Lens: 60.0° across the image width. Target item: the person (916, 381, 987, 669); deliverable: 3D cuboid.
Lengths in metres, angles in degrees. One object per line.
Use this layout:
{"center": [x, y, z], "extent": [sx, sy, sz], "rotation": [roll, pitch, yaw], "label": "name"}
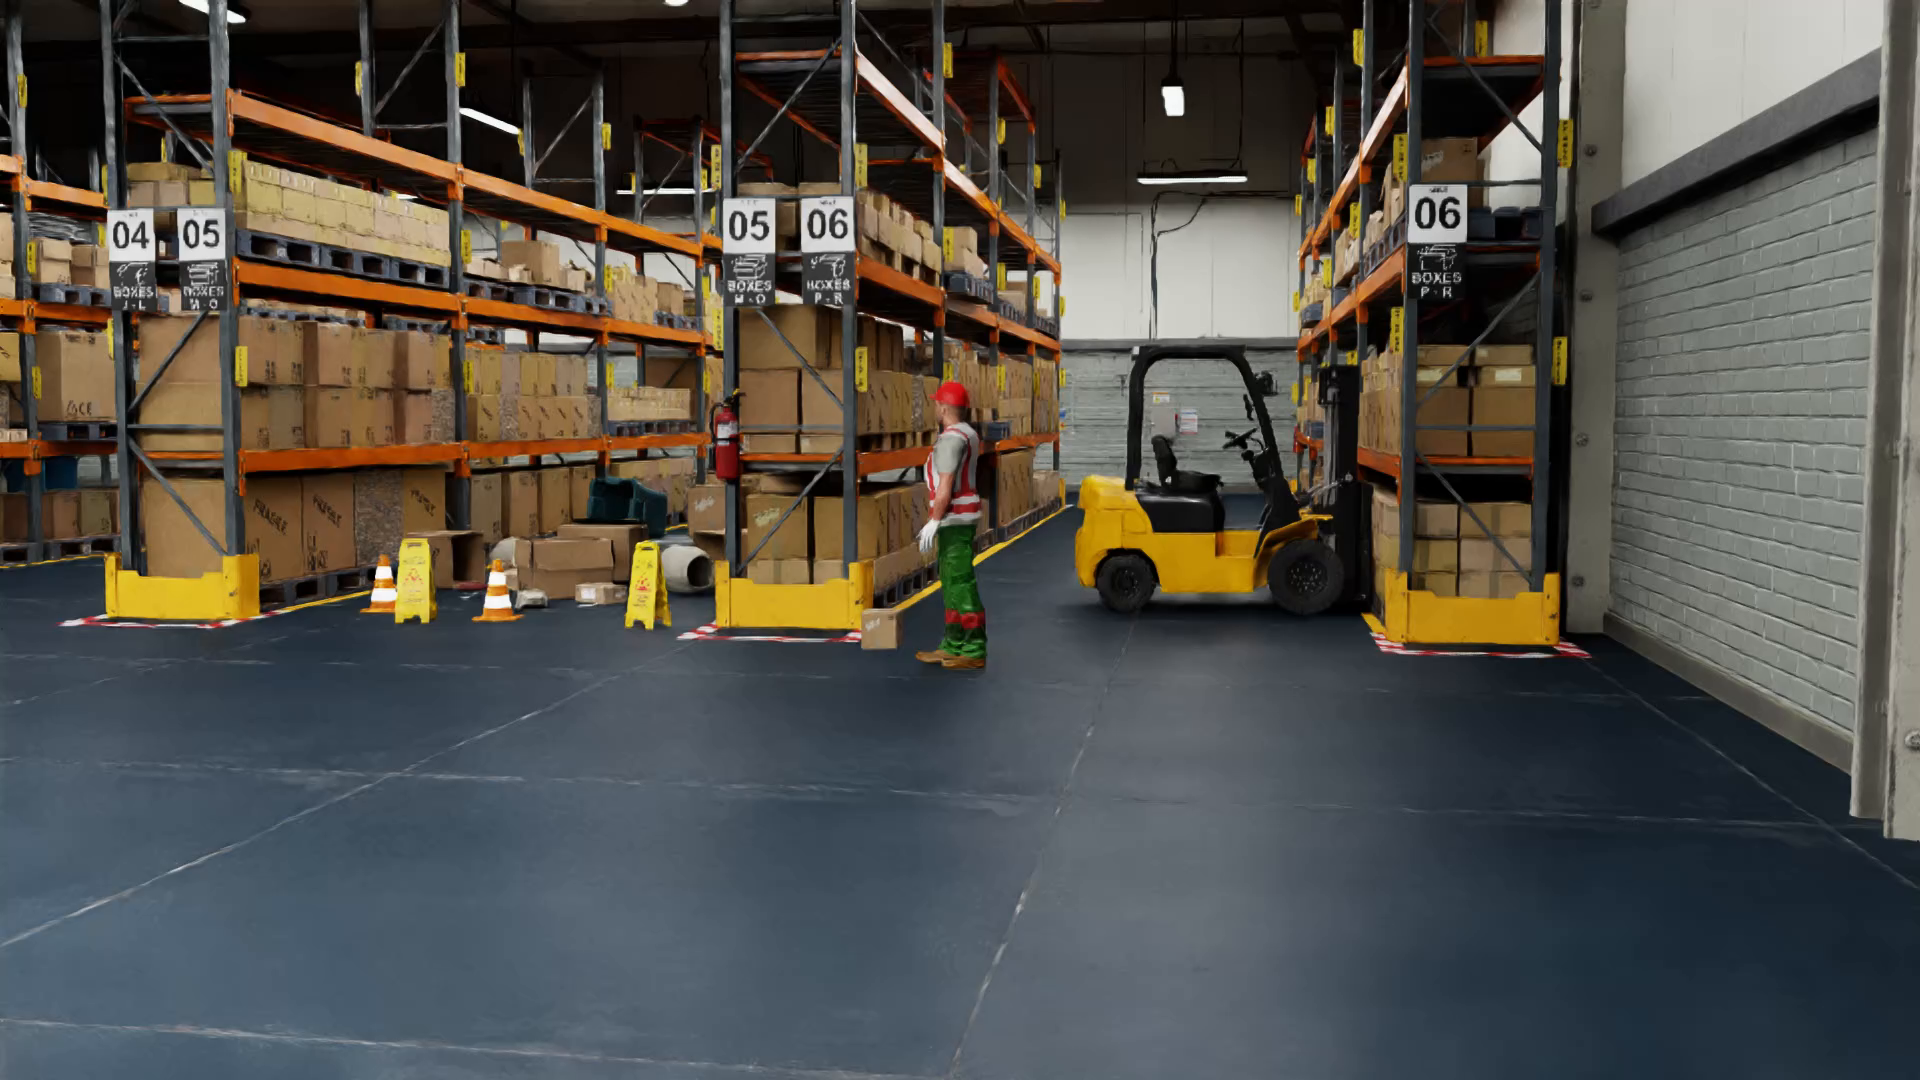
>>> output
{"center": [-0.065, -0.094, 10.390], "extent": [0.485, 1.795, 0.605], "rotation": [1, 4, 9], "label": "person"}
